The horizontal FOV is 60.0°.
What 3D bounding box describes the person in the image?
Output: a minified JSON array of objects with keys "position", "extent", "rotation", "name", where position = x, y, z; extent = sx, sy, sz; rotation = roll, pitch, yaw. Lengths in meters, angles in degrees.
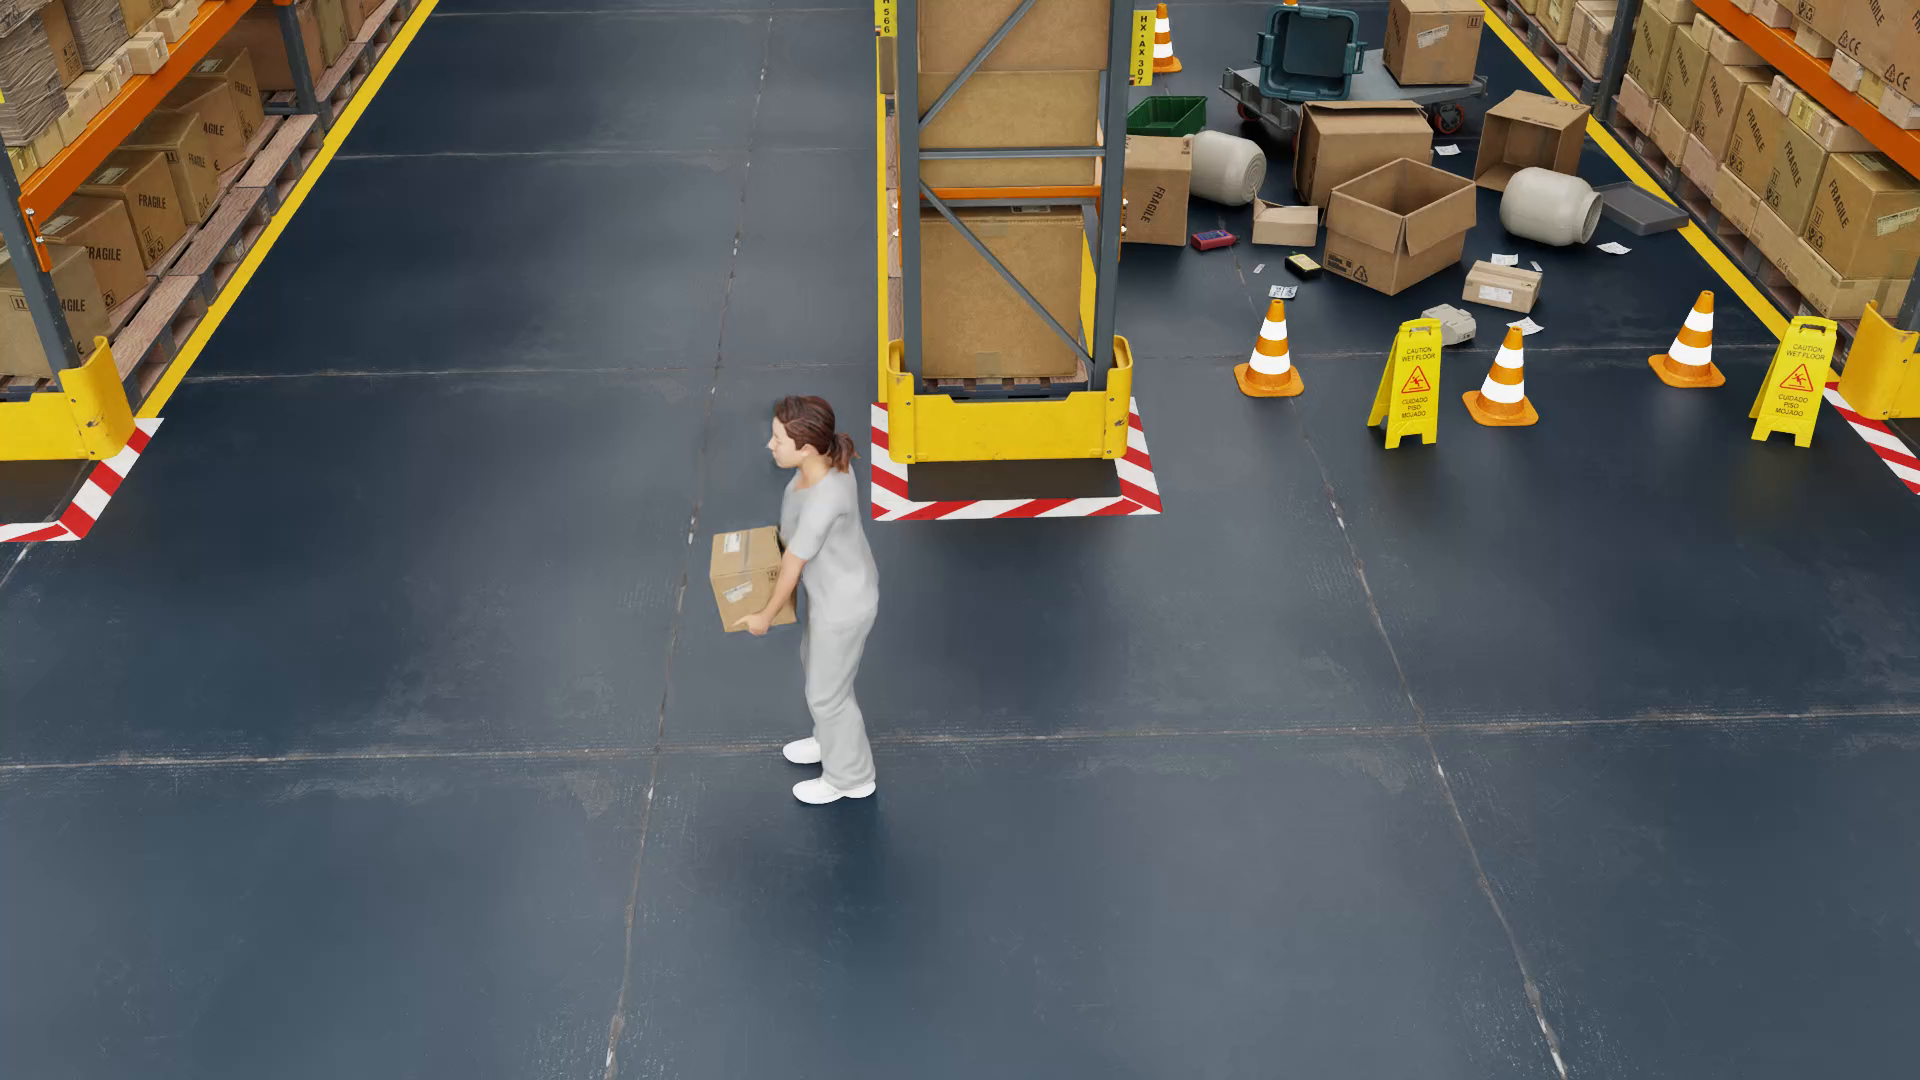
[{"position":[-0.538,0.220,5.852],"extent":[0.508,1.664,0.410],"rotation":[-2,35,-3],"name":"person"}]
